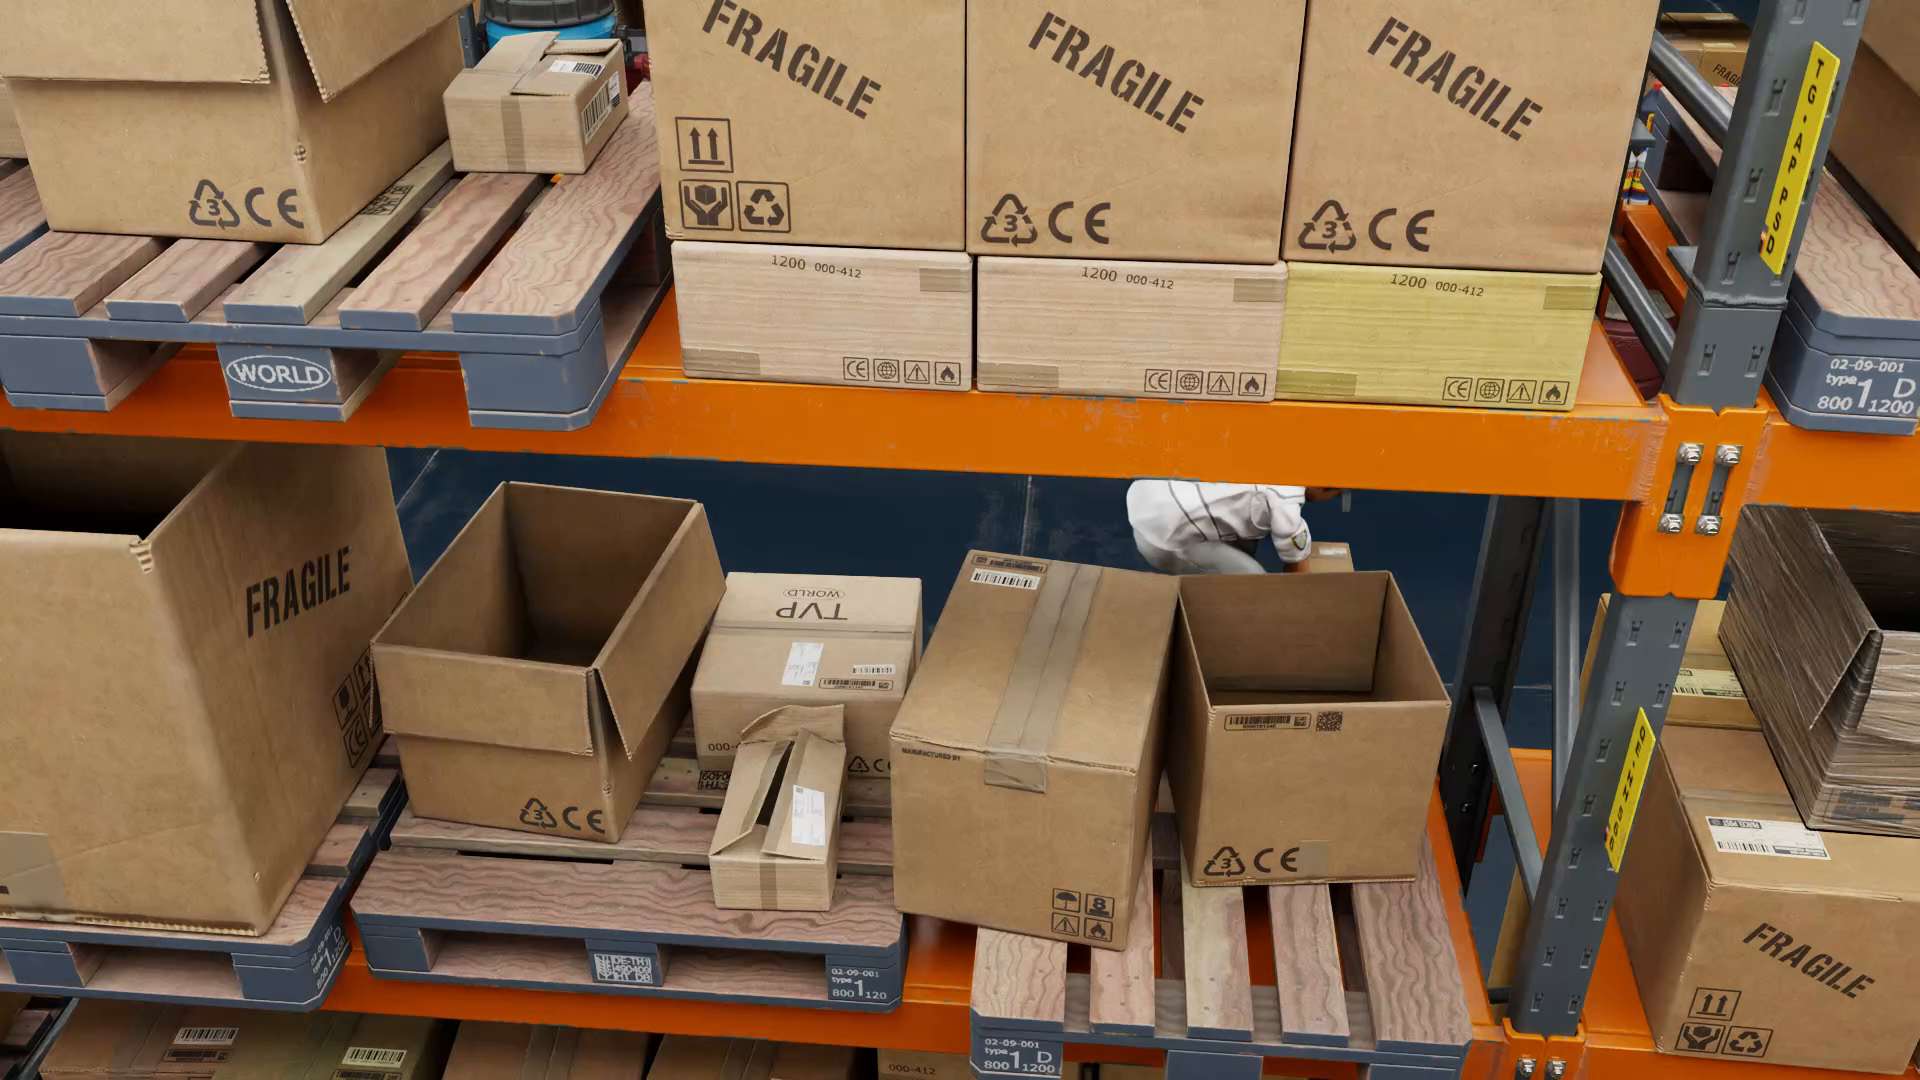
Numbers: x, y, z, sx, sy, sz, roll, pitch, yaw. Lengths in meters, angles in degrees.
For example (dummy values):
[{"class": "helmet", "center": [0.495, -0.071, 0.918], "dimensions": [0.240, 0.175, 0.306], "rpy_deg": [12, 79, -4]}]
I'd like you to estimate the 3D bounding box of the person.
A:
[{"class": "person", "center": [1.129, 0.041, 6.755], "dimensions": [0.921, 0.942, 0.514], "rpy_deg": [1, 32, 2]}]
